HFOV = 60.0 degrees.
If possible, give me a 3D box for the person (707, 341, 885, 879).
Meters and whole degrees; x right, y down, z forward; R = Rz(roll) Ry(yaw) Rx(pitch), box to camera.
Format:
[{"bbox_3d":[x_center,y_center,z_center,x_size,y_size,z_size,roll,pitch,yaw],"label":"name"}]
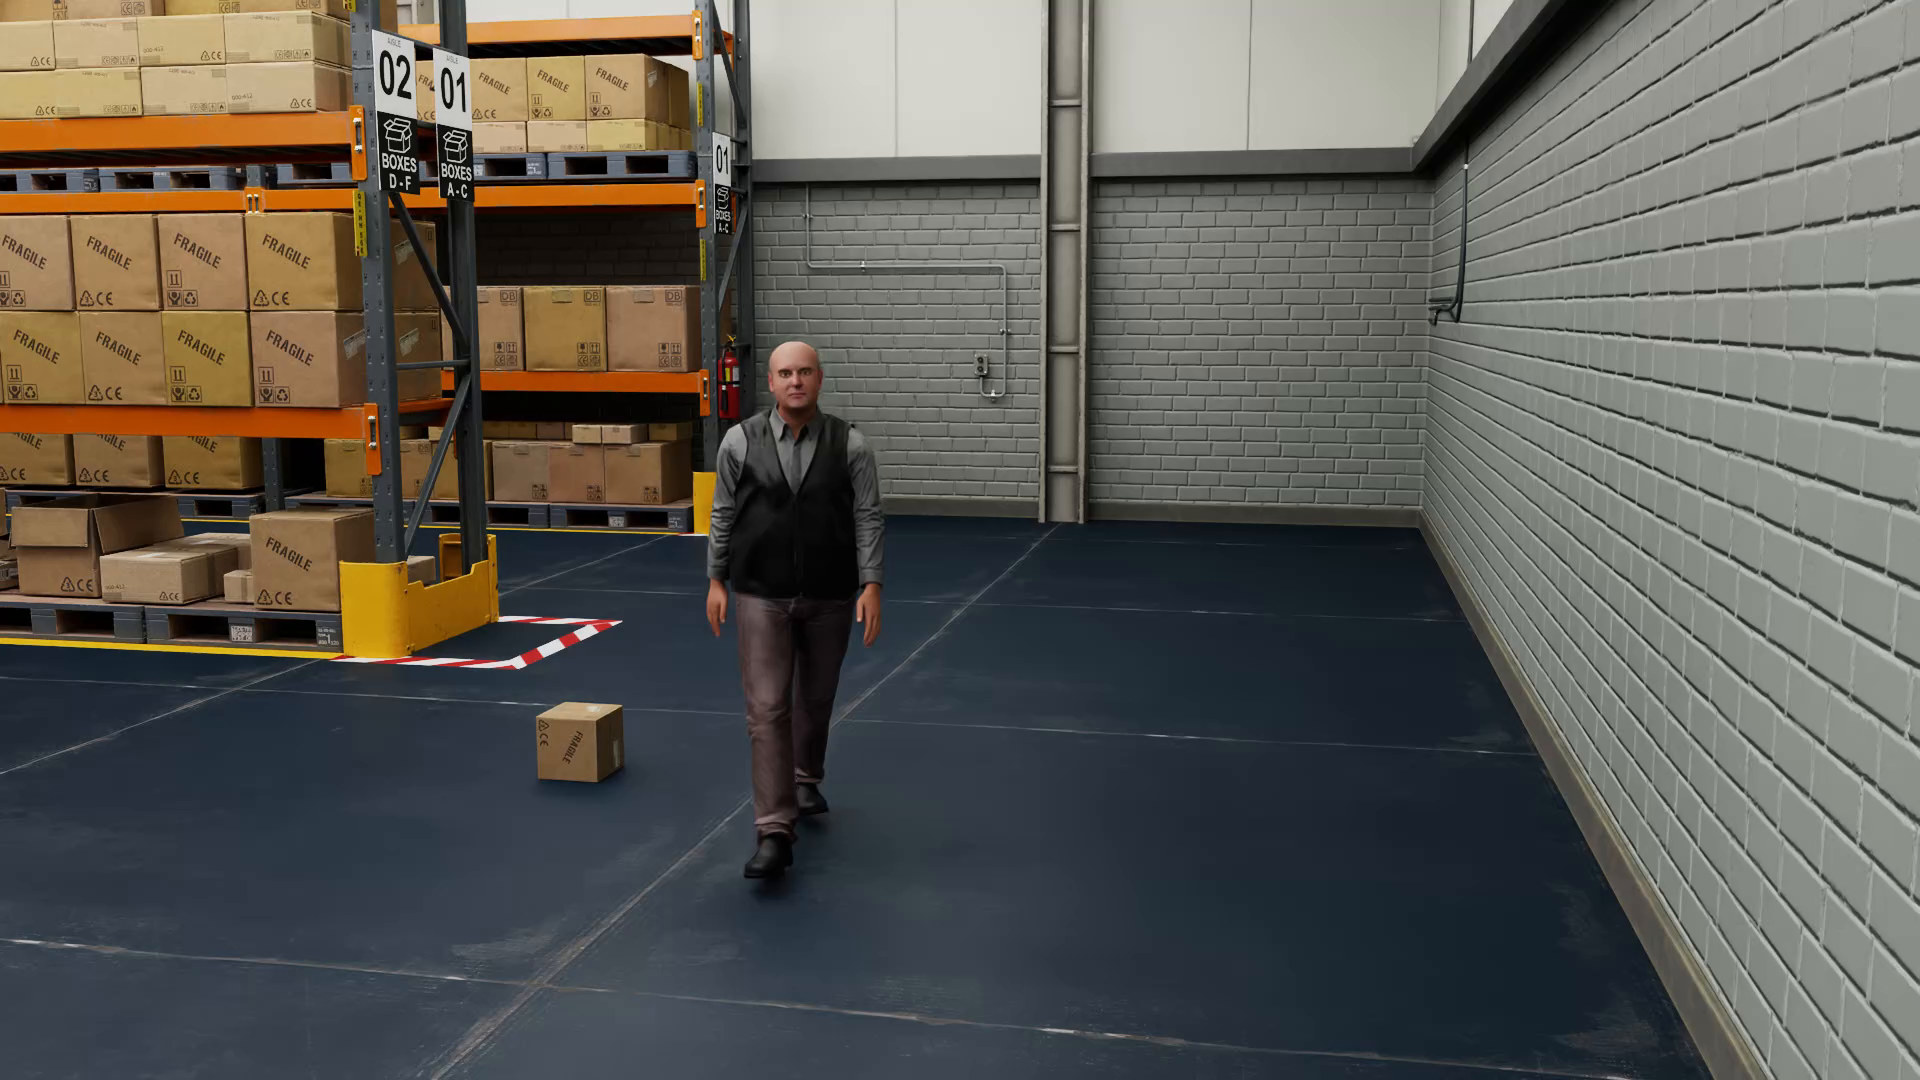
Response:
[{"bbox_3d":[-0.535,0.183,5.498,0.585,1.666,0.985,-2,8,-11],"label":"person"}]
